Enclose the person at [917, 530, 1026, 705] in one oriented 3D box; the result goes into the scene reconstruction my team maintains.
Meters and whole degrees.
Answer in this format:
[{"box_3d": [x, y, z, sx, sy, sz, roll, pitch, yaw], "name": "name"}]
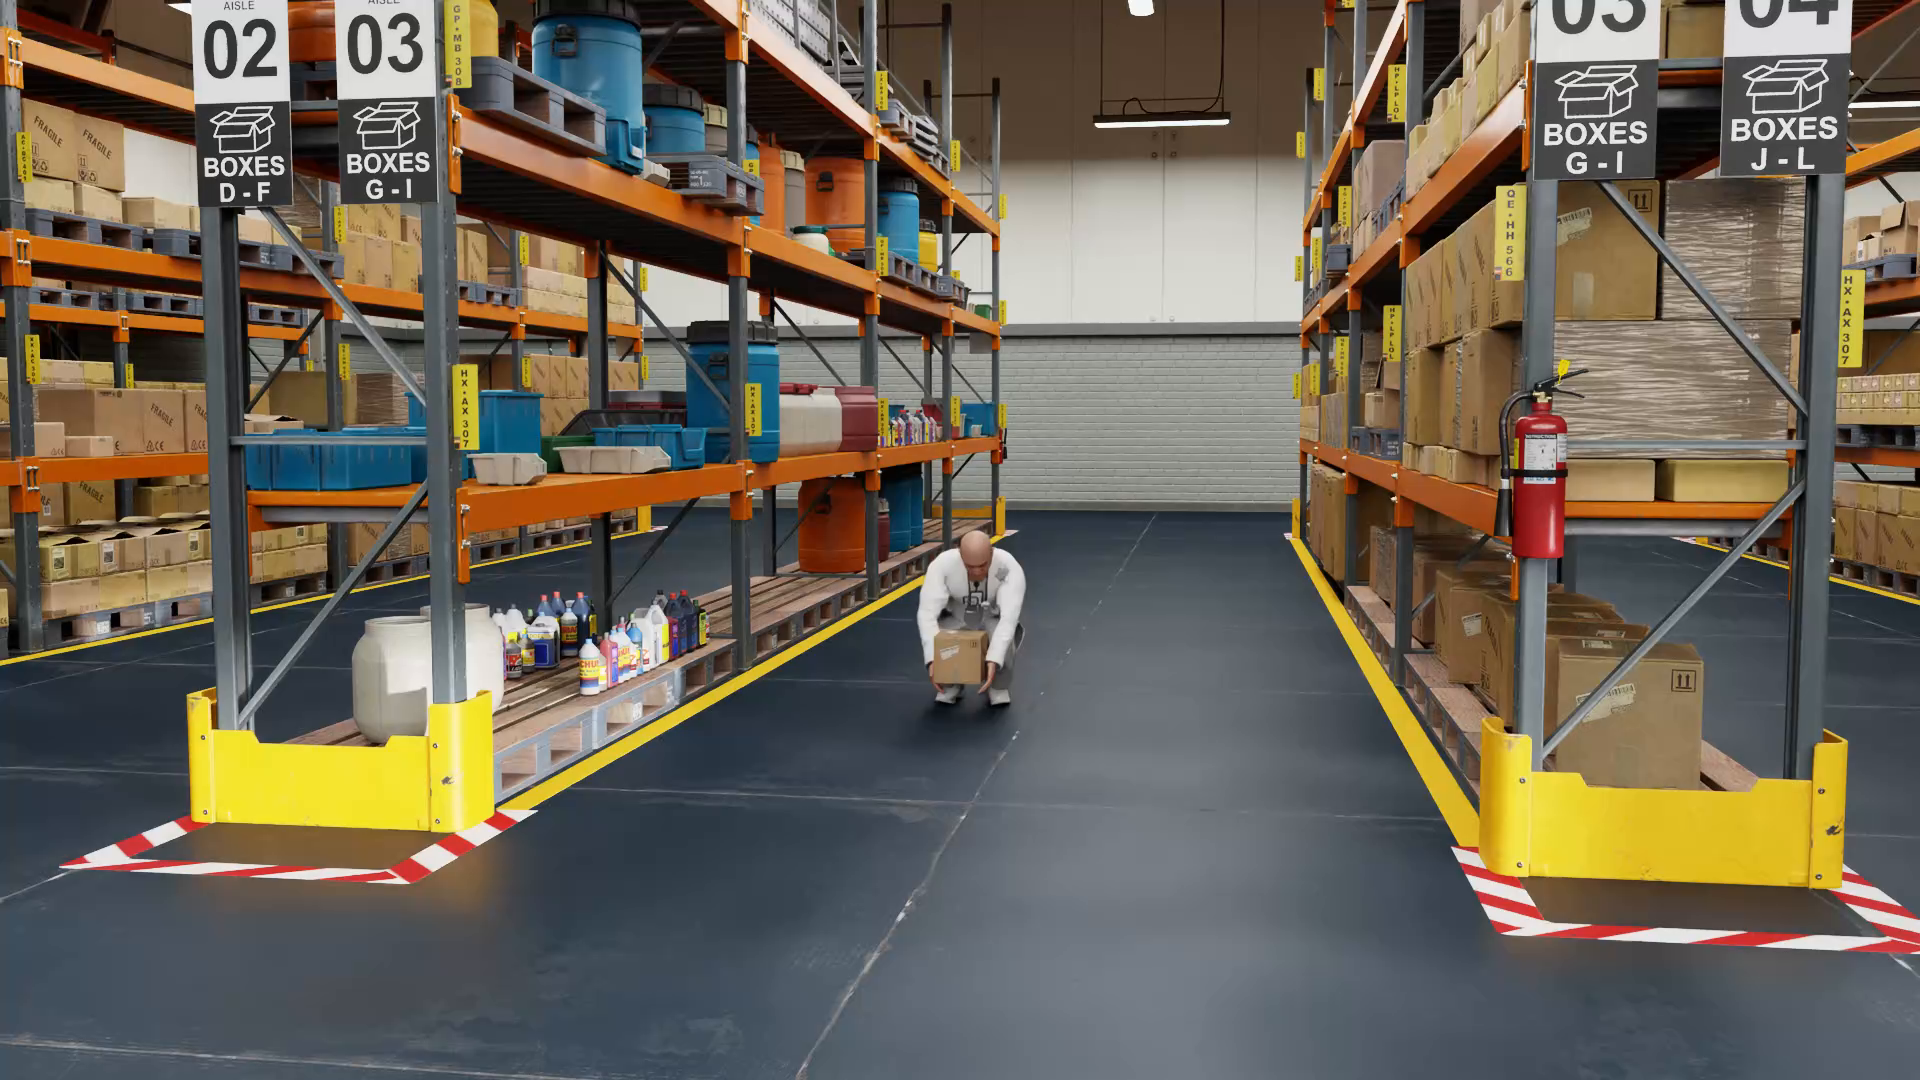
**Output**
[{"box_3d": [0.069, 0.426, 9.178, 0.604, 0.995, 0.909, 1, 4, 9], "name": "person"}]
